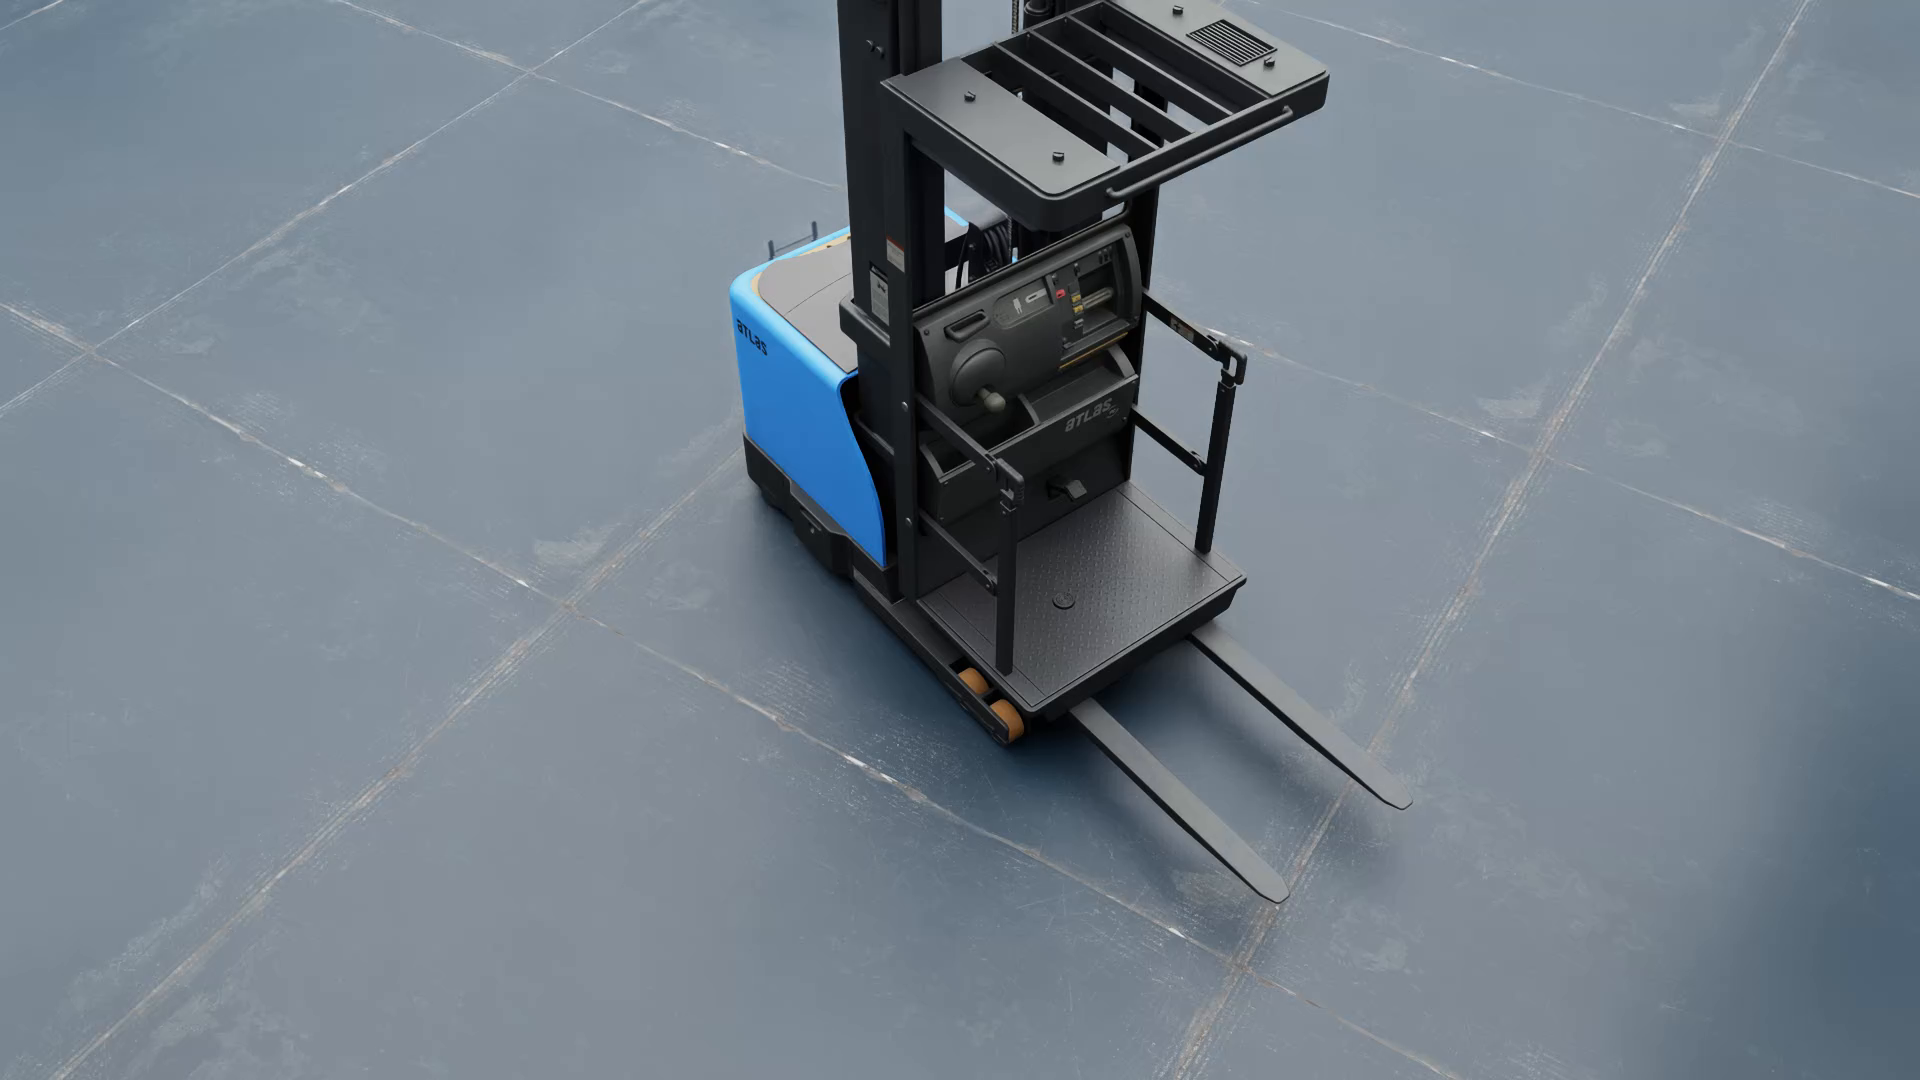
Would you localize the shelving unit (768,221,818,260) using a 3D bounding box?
[{"bbox_3d":[-0.621,-0.913,7.222,0.258,0.900,0.210,-29,48,-25],"label":"shelving unit"}]

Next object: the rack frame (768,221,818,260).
[{"bbox_3d":[-0.683,-0.965,7.283,0.240,0.900,0.006,-29,48,-25],"label":"rack frame"}]

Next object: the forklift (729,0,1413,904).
[{"bbox_3d":[0.385,-0.667,5.576,1.130,2.935,3.031,-29,53,-25],"label":"forklift"}]
